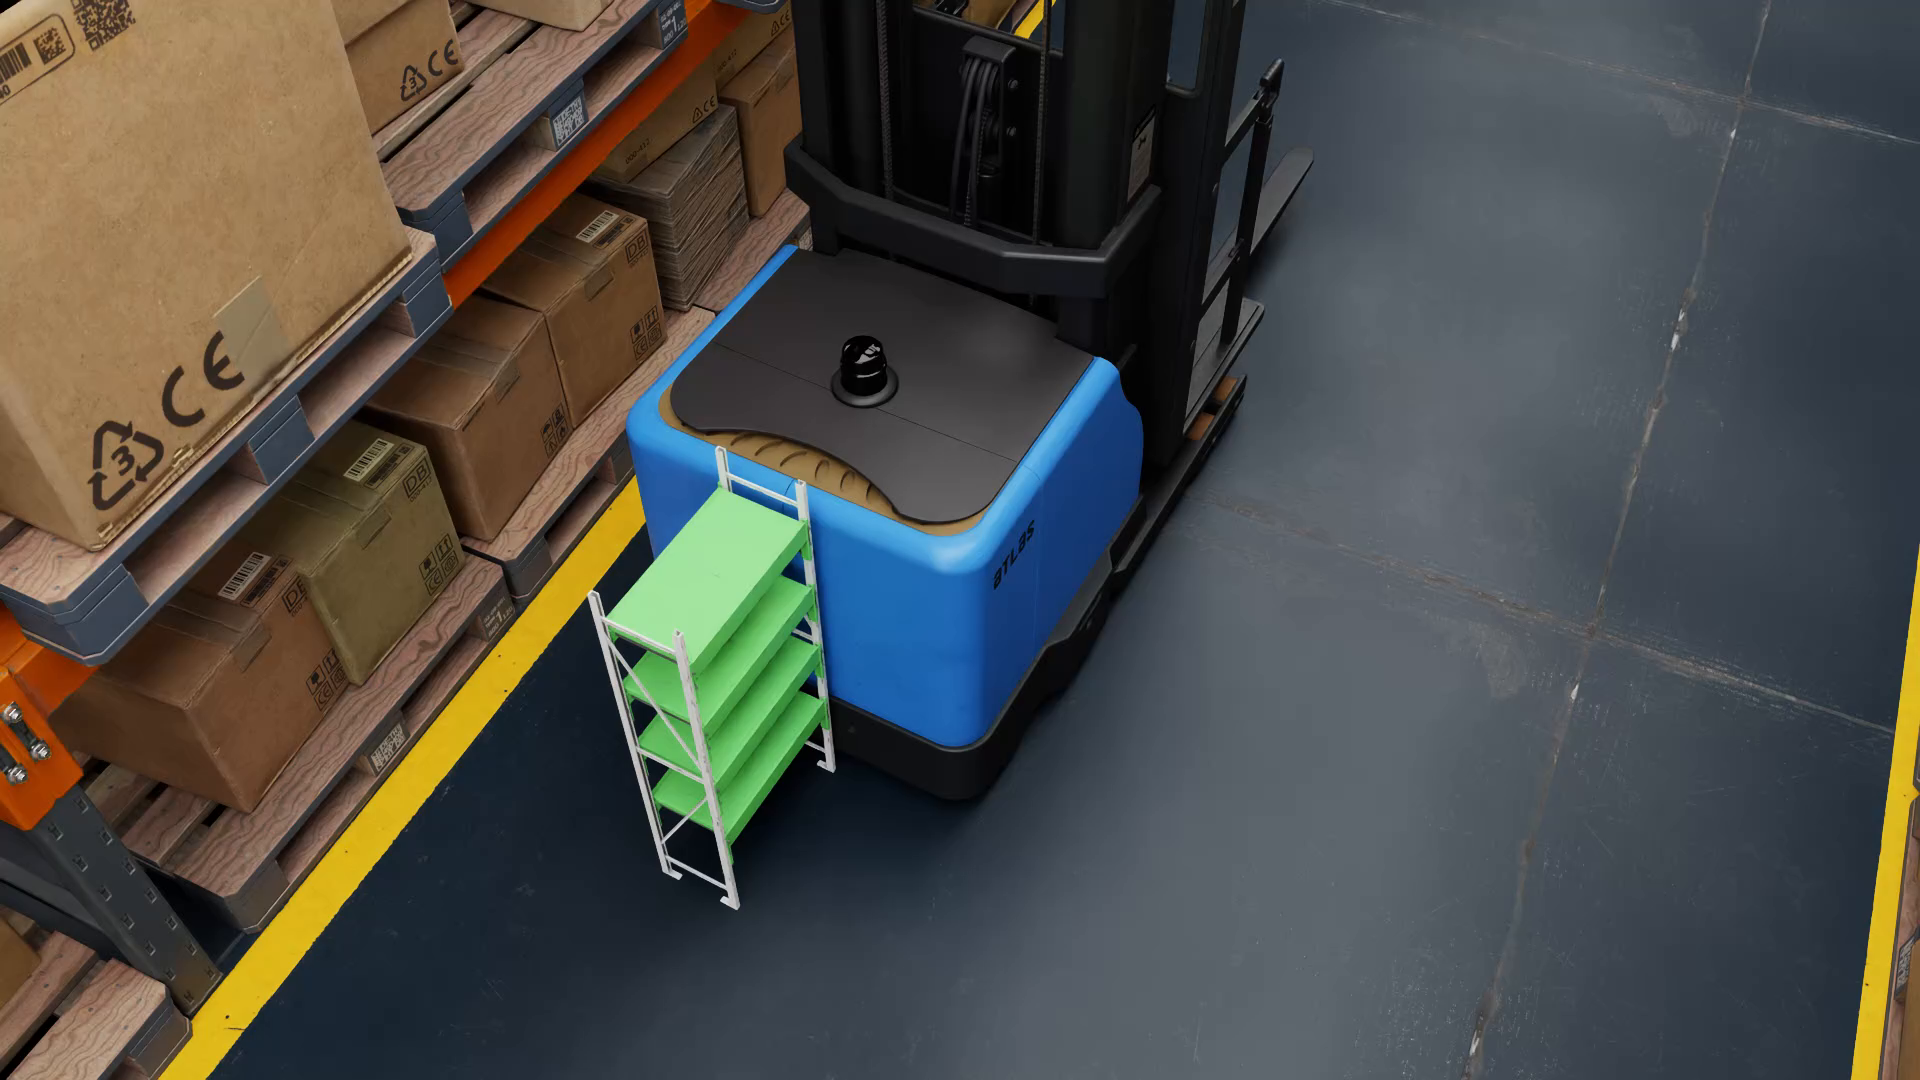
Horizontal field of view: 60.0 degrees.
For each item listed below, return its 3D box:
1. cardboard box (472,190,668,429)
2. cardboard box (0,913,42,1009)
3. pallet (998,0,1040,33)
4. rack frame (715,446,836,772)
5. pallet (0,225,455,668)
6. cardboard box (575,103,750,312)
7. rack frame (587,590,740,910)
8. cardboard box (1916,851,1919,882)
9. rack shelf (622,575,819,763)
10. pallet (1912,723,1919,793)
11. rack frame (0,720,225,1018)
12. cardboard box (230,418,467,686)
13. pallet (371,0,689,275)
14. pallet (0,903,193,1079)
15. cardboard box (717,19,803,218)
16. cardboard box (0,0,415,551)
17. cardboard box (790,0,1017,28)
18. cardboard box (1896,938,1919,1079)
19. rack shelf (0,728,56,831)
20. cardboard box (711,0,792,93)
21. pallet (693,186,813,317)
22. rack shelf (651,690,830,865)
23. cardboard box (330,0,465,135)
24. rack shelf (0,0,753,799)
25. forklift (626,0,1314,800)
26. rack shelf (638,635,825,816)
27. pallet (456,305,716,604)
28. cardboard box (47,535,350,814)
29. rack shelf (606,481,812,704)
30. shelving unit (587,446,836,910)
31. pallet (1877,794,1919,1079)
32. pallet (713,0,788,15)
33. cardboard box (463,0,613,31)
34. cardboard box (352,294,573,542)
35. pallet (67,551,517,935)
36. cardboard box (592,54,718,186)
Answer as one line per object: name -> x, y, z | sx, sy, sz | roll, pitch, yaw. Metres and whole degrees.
cardboard box -> -1.395, -0.805, 5.318 | 0.700, 0.500, 0.500 | 24, 54, 19
cardboard box -> -2.582, 0.971, 3.819 | 0.500, 0.500, 0.500 | 18, 52, 15
pallet -> -0.261, -2.334, 7.098 | 1.003, 0.211, 1.213 | 20, 52, 16
rack frame -> -0.459, 0.219, 4.276 | 0.240, 1.200, 0.015 | 23, 53, 18
pallet -> -1.917, -0.382, 3.731 | 1.003, 0.211, 1.213 | 20, 52, 16
cardboard box -> -1.160, -1.198, 5.652 | 0.700, 0.500, 0.500 | 16, 51, 13
rack frame -> -0.693, 0.545, 3.998 | 0.240, 1.200, 0.015 | 23, 53, 18
cardboard box -> 3.064, 0.550, 4.014 | 1.050, 0.750, 0.750 | 21, 53, 17
rack shelf -> -0.576, 0.268, 4.003 | 0.258, 0.148, 0.480 | 23, 53, 18
pallet -> 3.370, 0.386, 4.783 | 1.003, 0.211, 1.213 | 20, 52, 16
rack frame -> -2.375, 0.035, 3.251 | 1.000, 3.000, 0.127 | 20, 52, 16
cardboard box -> -1.872, -0.036, 4.663 | 0.700, 0.500, 0.500 | 20, 52, 16
pallet -> -1.475, -1.281, 4.496 | 1.003, 0.211, 1.213 | 20, 52, 16
pallet -> -2.630, 1.413, 3.909 | 1.003, 0.211, 1.213 | 20, 52, 16
cardboard box -> -0.934, -1.584, 5.981 | 0.700, 0.500, 0.500 | 17, 52, 14
cardboard box -> -1.909, -0.797, 3.289 | 1.000, 1.000, 1.000 | 20, 53, 16
cardboard box -> -0.352, -2.635, 6.642 | 1.225, 0.875, 0.875 | 18, 52, 14
cardboard box -> 2.666, 1.192, 3.468 | 1.050, 0.750, 0.750 | 20, 52, 16
rack shelf -> -3.229, 1.645, 2.353 | 1.077, 0.370, 4.000 | 20, 52, 16
cardboard box -> -0.925, -1.824, 5.692 | 0.500, 0.250, 0.500 | 22, 53, 18
pallet -> -1.001, -1.278, 6.199 | 1.003, 0.211, 1.213 | 20, 52, 16
rack shelf -> -0.576, 0.579, 4.369 | 0.258, 0.148, 0.480 | 23, 53, 18
cardboard box -> -1.718, -1.358, 4.093 | 0.797, 0.503, 0.637 | 25, 54, 20
rack shelf -> -1.520, -1.109, 4.697 | 1.077, 0.370, 4.000 | 20, 52, 16
forklift -> 0.299, -1.366, 4.488 | 1.130, 2.935, 3.031 | 23, 53, 18
rack shelf -> -0.576, 0.423, 4.186 | 0.258, 0.148, 0.480 | 23, 53, 18
pallet -> -1.524, -0.441, 5.487 | 1.003, 0.211, 1.213 | 20, 52, 16
cardboard box -> -2.093, 0.287, 4.389 | 0.700, 0.500, 0.500 | 16, 52, 13
rack shelf -> -0.576, 0.112, 3.820 | 0.258, 0.148, 0.480 | 23, 53, 18
shelving unit -> -0.576, 0.382, 4.137 | 0.258, 1.200, 0.503 | 23, 53, 18
pallet -> 2.848, 1.223, 4.071 | 1.003, 0.211, 1.213 | 20, 52, 16
pallet -> -0.874, -2.132, 5.220 | 1.213, 0.211, 1.003 | 20, 52, 16
cardboard box -> -1.134, -1.576, 4.434 | 0.396, 0.266, 0.258 | 18, 52, 15
cardboard box -> -1.634, -0.421, 4.991 | 0.700, 0.500, 0.500 | 16, 51, 13
pallet -> -2.044, 0.402, 4.769 | 1.003, 0.211, 1.213 | 20, 52, 16
cardboard box -> -1.142, -1.455, 5.379 | 0.500, 0.250, 0.500 | 25, 54, 20
